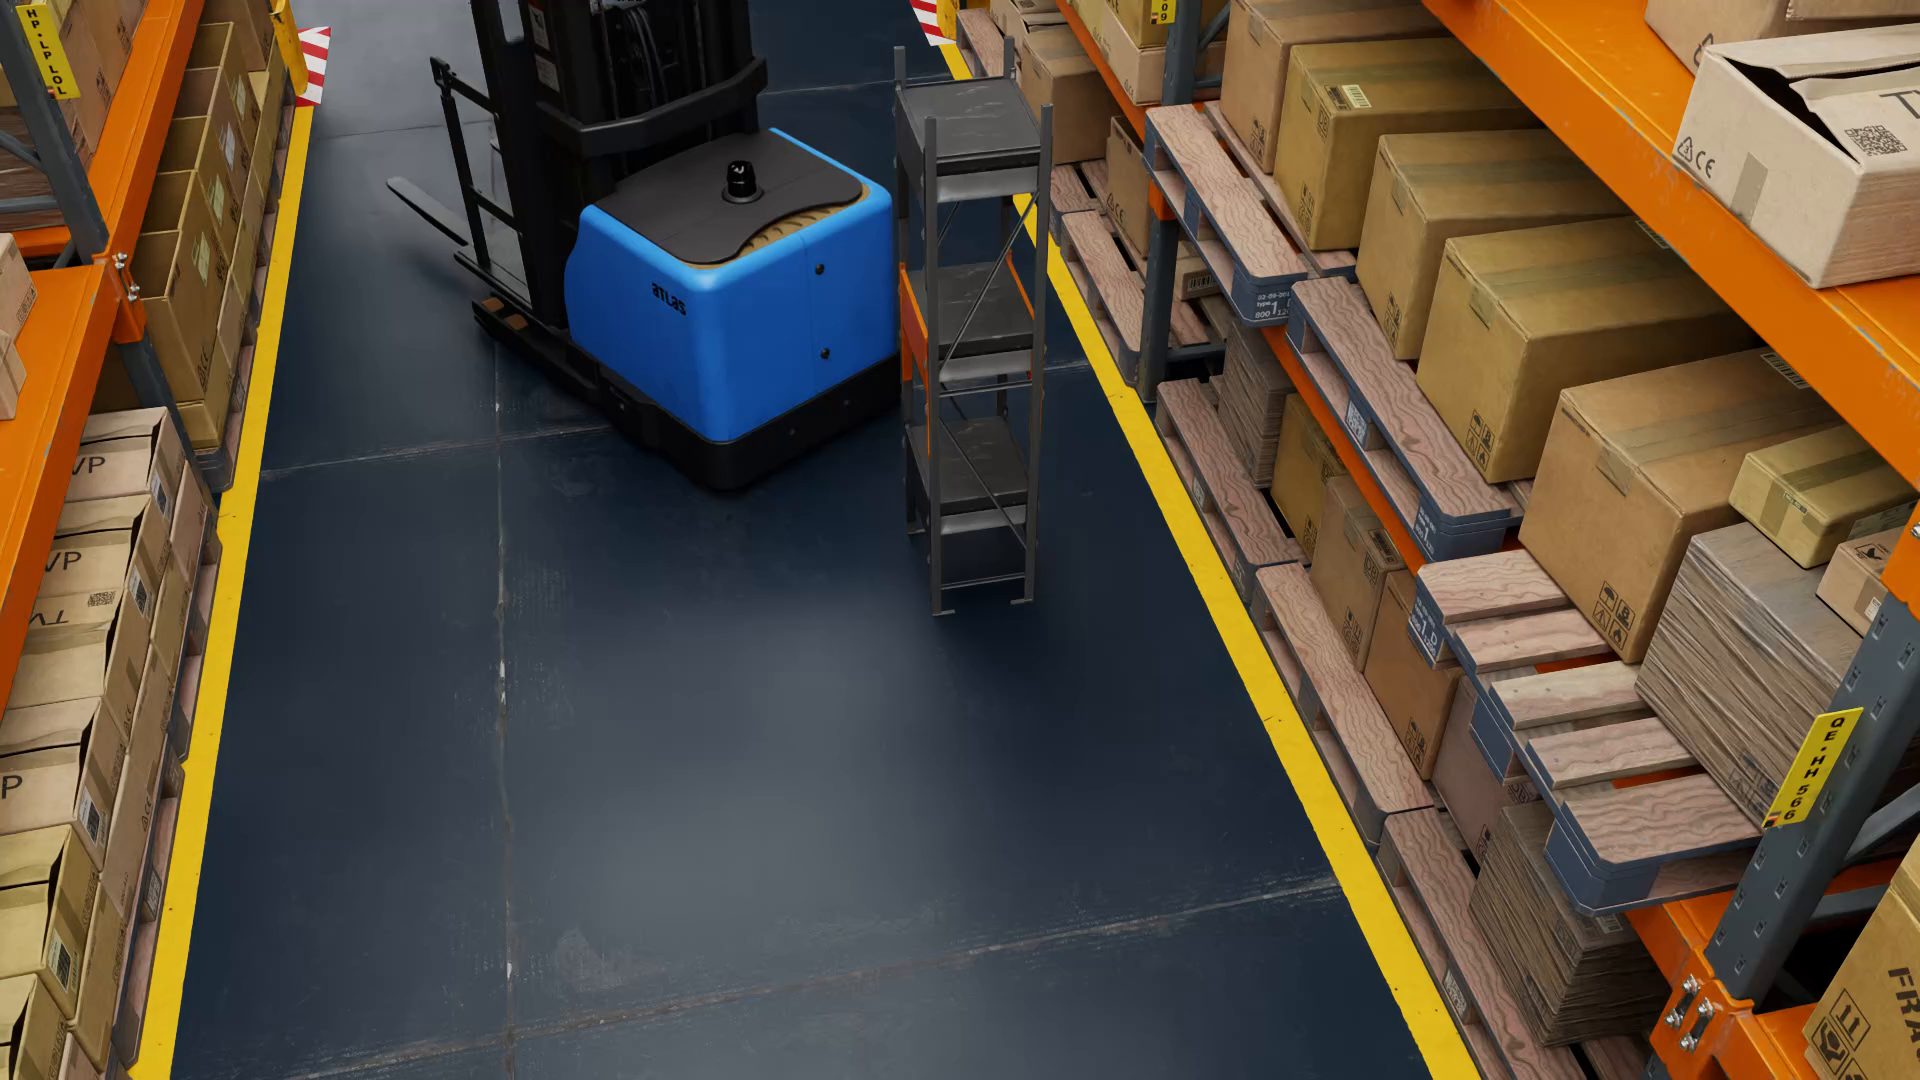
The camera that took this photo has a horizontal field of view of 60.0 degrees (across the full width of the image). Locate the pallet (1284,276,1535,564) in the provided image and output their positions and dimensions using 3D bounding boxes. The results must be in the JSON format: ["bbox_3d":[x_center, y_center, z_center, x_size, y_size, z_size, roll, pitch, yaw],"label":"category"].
[{"bbox_3d":[1.692,-0.447,5.138,1.003,0.211,1.213,-8,42,-9],"label":"pallet"}]

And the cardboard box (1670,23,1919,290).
[{"bbox_3d":[1.740,-0.765,3.145,0.500,0.311,0.500,-8,42,-9],"label":"cardboard box"}]

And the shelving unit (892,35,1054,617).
[{"bbox_3d":[0.036,-0.678,5.932,0.431,2.100,0.503,-8,42,-9],"label":"shelving unit"}]

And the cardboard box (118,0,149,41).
[{"bbox_3d":[-3.978,-2.444,7.169,0.700,0.500,0.500,-7,42,-8],"label":"cardboard box"}]

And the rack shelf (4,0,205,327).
[{"bbox_3d":[-3.972,-2.149,7.453,1.077,0.370,4.000,-8,42,-9],"label":"rack shelf"}]

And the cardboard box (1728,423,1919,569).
[{"bbox_3d":[1.972,-0.111,3.721,0.380,0.149,0.250,-15,44,-16],"label":"cardboard box"}]

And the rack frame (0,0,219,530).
[{"bbox_3d":[-3.540,-1.122,5.754,1.000,3.000,0.127,-8,42,-9],"label":"rack frame"}]

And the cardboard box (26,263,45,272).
[{"bbox_3d":[-3.950,-1.126,6.949,0.500,0.500,0.500,-8,42,-9],"label":"cardboard box"}]

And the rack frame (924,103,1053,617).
[{"bbox_3d":[0.088,-0.520,5.754,0.400,2.100,0.015,-8,42,-9],"label":"rack frame"}]

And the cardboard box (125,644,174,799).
[{"bbox_3d":[-2.949,0.637,5.528,0.500,0.250,0.500,-7,42,-8],"label":"cardboard box"}]

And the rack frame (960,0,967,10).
[{"bbox_3d":[0.433,-4.427,9.477,1.000,3.000,0.127,-8,42,-9],"label":"rack frame"}]

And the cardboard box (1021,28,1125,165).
[{"bbox_3d":[0.727,-2.343,8.681,0.700,0.500,0.500,-11,43,-12],"label":"cardboard box"}]

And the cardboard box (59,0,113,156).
[{"bbox_3d":[-3.762,-1.787,6.428,0.700,0.500,0.500,-9,42,-10],"label":"cardboard box"}]

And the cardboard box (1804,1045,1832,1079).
[{"bbox_3d":[2.004,1.092,3.434,0.380,0.149,0.250,-9,42,-10],"label":"cardboard box"}]

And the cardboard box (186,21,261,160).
[{"bbox_3d":[-3.767,-2.173,8.128,0.500,0.500,0.500,-8,42,-9],"label":"cardboard box"}]

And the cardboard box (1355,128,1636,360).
[{"bbox_3d":[1.659,-0.915,5.115,0.700,0.500,0.500,-3,42,-3],"label":"cardboard box"}]

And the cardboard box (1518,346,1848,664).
[{"bbox_3d":[1.901,-0.105,4.202,0.700,0.500,0.500,-12,43,-13],"label":"cardboard box"}]

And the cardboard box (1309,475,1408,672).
[{"bbox_3d":[1.702,0.075,5.957,0.700,0.500,0.500,-8,42,-9],"label":"cardboard box"}]

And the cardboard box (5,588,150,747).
[{"bbox_3d":[-2.949,0.421,5.348,0.500,0.311,0.500,-8,42,-9],"label":"cardboard box"}]

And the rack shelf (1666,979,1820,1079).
[{"bbox_3d":[2.591,2.324,2.414,1.077,0.370,4.000,-8,42,-9],"label":"rack shelf"}]

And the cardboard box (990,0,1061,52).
[{"bbox_3d":[0.494,-3.124,9.704,0.500,0.311,0.500,-13,43,-14],"label":"cardboard box"}]

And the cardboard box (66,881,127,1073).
[{"bbox_3d":[-2.730,1.299,4.782,0.500,0.250,0.500,-9,42,-10],"label":"cardboard box"}]

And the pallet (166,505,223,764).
[{"bbox_3d":[-3.343,0.393,6.148,1.003,0.211,1.213,-8,42,-9],"label":"pallet"}]

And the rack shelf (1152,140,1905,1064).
[{"bbox_3d":[1.728,-0.268,5.335,1.077,0.370,4.000,-8,42,-9],"label":"rack shelf"}]

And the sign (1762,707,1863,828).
[{"bbox_3d":[1.632,0.439,3.183,0.100,0.325,0.005,-8,42,-9],"label":"sign"}]

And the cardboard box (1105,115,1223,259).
[{"bbox_3d":[1.033,-1.731,7.992,0.500,0.500,0.500,-11,43,-12],"label":"cardboard box"}]

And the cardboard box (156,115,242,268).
[{"bbox_3d":[-3.550,-1.524,7.398,0.500,0.500,0.500,-8,42,-9],"label":"cardboard box"}]

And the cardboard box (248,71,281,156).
[{"bbox_3d":[-3.879,-2.216,8.741,0.500,0.250,0.500,-8,42,-9],"label":"cardboard box"}]

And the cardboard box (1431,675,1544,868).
[{"bbox_3d":[1.956,0.719,5.232,0.700,0.500,0.500,-8,42,-9],"label":"cardboard box"}]

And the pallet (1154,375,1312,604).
[{"bbox_3d":[1.466,-0.287,6.914,1.003,0.211,1.213,-8,42,-9],"label":"pallet"}]

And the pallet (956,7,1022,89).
[{"bbox_3d":[0.590,-2.803,9.749,1.003,0.211,1.213,-8,42,-9],"label":"pallet"}]

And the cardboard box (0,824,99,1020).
[{"bbox_3d":[-2.732,1.081,4.605,0.500,0.311,0.500,-9,42,-10],"label":"cardboard box"}]

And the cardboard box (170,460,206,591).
[{"bbox_3d":[-3.167,-0.023,6.271,0.500,0.250,0.500,-9,42,-10],"label":"cardboard box"}]

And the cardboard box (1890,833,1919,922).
[{"bbox_3d":[2.012,0.672,2.854,0.500,0.250,0.500,-7,42,-8],"label":"cardboard box"}]

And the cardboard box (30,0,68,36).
[{"bbox_3d":[-3.521,-1.933,6.105,0.380,0.149,0.250,-9,42,-10],"label":"cardboard box"}]

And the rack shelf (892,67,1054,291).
[{"bbox_3d":[0.036,-1.191,5.476,0.431,0.518,0.480,-8,42,-9],"label":"rack shelf"}]

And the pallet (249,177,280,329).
[{"bbox_3d":[-3.938,-1.393,8.160,1.003,0.211,1.213,-8,42,-9],"label":"pallet"}]

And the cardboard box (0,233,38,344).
[{"bbox_3d":[-3.391,-0.753,5.451,0.500,0.250,0.500,-6,42,-7],"label":"cardboard box"}]

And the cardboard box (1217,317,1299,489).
[{"bbox_3d":[1.471,-0.589,6.705,0.700,0.500,0.500,-7,42,-8],"label":"cardboard box"}]

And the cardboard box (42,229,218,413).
[{"bbox_3d":[-3.334,-0.876,6.668,0.500,0.500,0.500,-8,42,-9],"label":"cardboard box"}]

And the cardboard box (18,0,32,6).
[{"bbox_3d":[-3.642,-1.931,5.613,0.700,0.500,0.500,-8,42,-9],"label":"cardboard box"}]

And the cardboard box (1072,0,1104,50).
[{"bbox_3d":[0.798,-2.373,7.262,0.500,0.250,0.500,-8,42,-9],"label":"cardboard box"}]

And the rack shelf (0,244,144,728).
[{"bbox_3d":[-3.108,0.444,4.532,1.077,0.370,4.000,-8,42,-9],"label":"rack shelf"}]

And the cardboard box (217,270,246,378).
[{"bbox_3d":[-3.447,-0.919,7.281,0.500,0.250,0.500,-8,42,-9],"label":"cardboard box"}]

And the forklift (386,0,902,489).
[{"bbox_3d":[-1.640,-2.189,7.008,1.130,2.935,3.031,-32,51,-31],"label":"forklift"}]

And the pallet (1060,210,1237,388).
[{"bbox_3d":[1.117,-1.221,7.967,1.003,0.211,1.213,-8,42,-9],"label":"pallet"}]

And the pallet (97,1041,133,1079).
[{"bbox_3d":[-2.816,1.975,4.366,1.003,0.211,1.213,-8,42,-9],"label":"pallet"}]

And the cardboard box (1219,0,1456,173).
[{"bbox_3d":[1.373,-1.701,6.000,0.700,0.500,0.500,-8,42,-9],"label":"cardboard box"}]

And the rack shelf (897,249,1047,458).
[{"bbox_3d":[0.036,-0.668,5.941,0.431,0.518,0.480,-8,42,-9],"label":"rack shelf"}]

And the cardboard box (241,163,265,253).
[{"bbox_3d":[-3.664,-1.567,8.011,0.500,0.250,0.500,-8,42,-9],"label":"cardboard box"}]

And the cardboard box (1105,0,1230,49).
[{"bbox_3d":[0.892,-2.328,6.646,0.500,0.500,0.500,-8,42,-9],"label":"cardboard box"}]

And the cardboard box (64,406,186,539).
[{"bbox_3d":[-3.173,-0.239,6.092,0.500,0.311,0.500,-8,42,-9],"label":"cardboard box"}]

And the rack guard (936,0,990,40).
[{"bbox_3d":[0.449,-3.443,10.252,1.175,0.500,0.348,-8,42,-9],"label":"rack guard"}]
